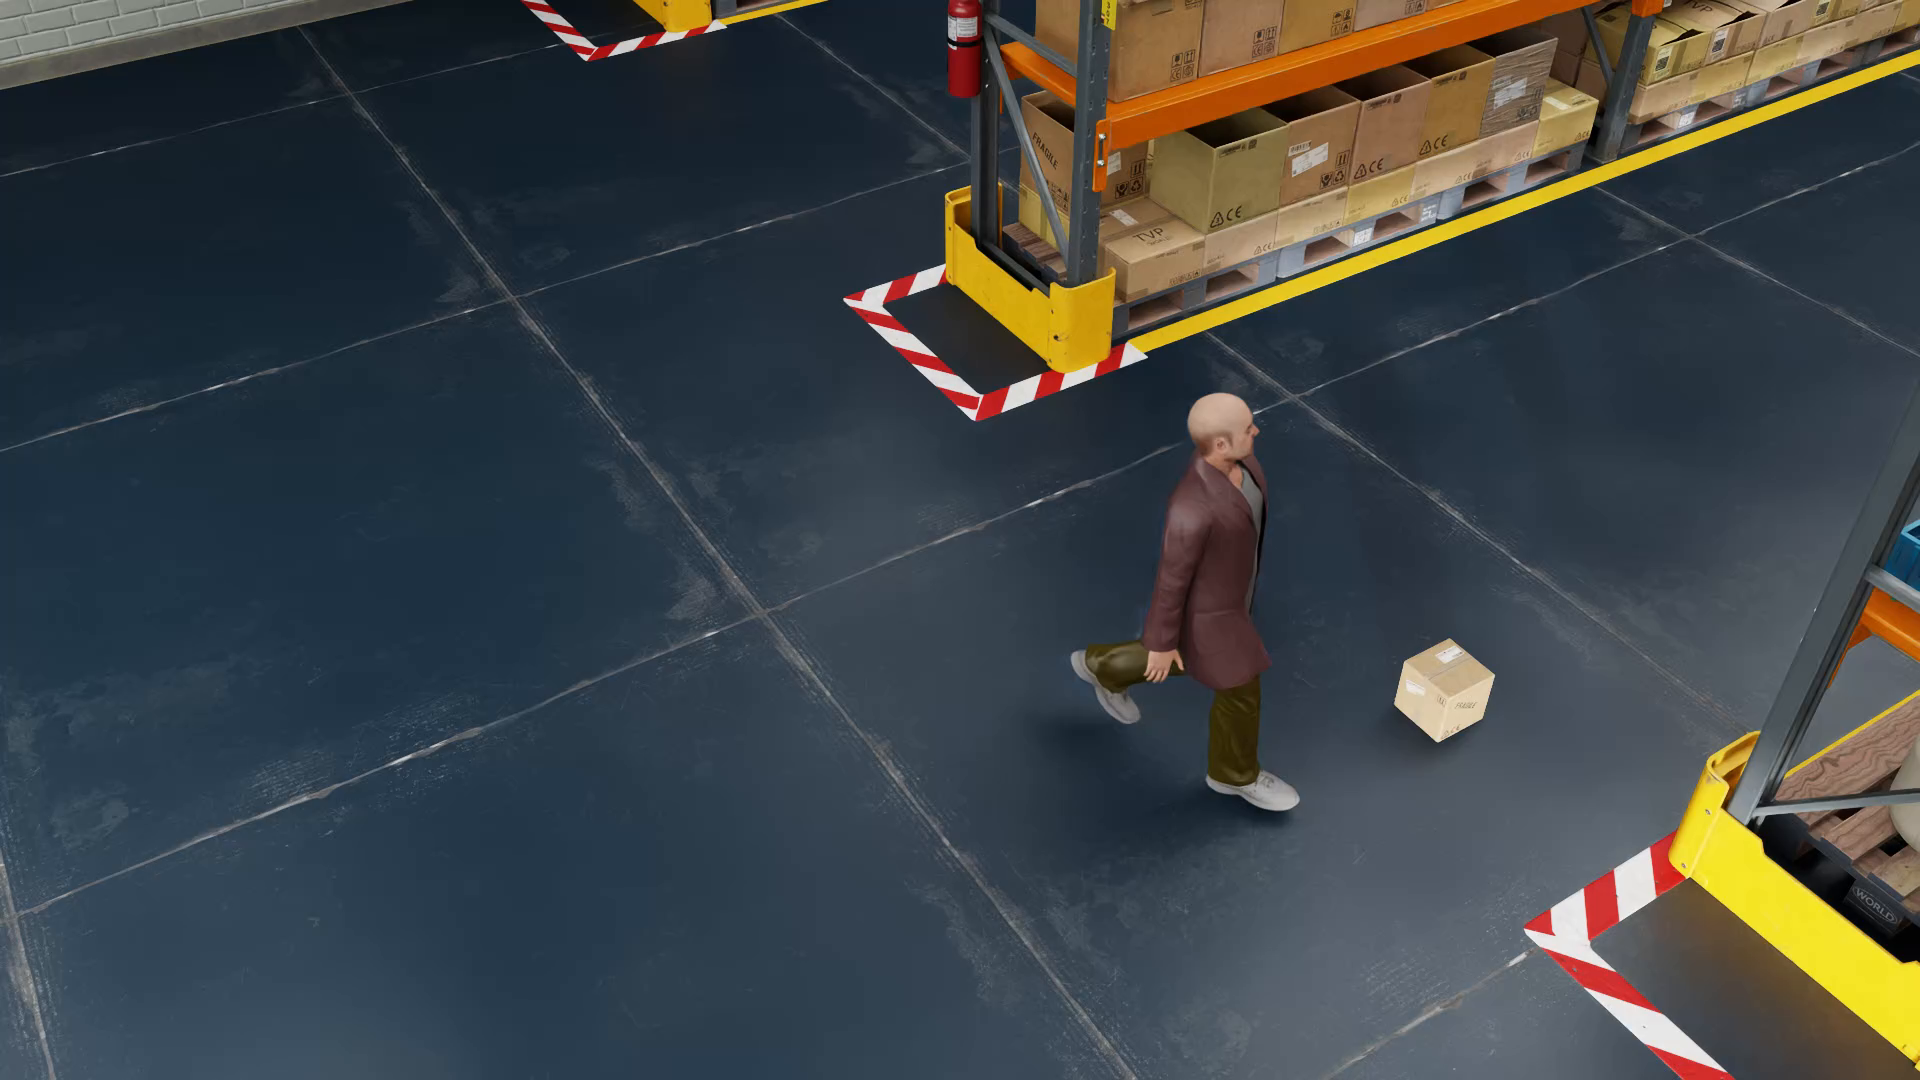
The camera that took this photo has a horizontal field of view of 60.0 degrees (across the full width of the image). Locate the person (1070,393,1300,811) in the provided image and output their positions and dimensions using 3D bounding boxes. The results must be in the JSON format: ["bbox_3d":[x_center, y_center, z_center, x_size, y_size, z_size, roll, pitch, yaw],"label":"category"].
[{"bbox_3d":[0.850,0.198,5.939,0.994,1.745,0.661,16,43,18],"label":"person"}]
